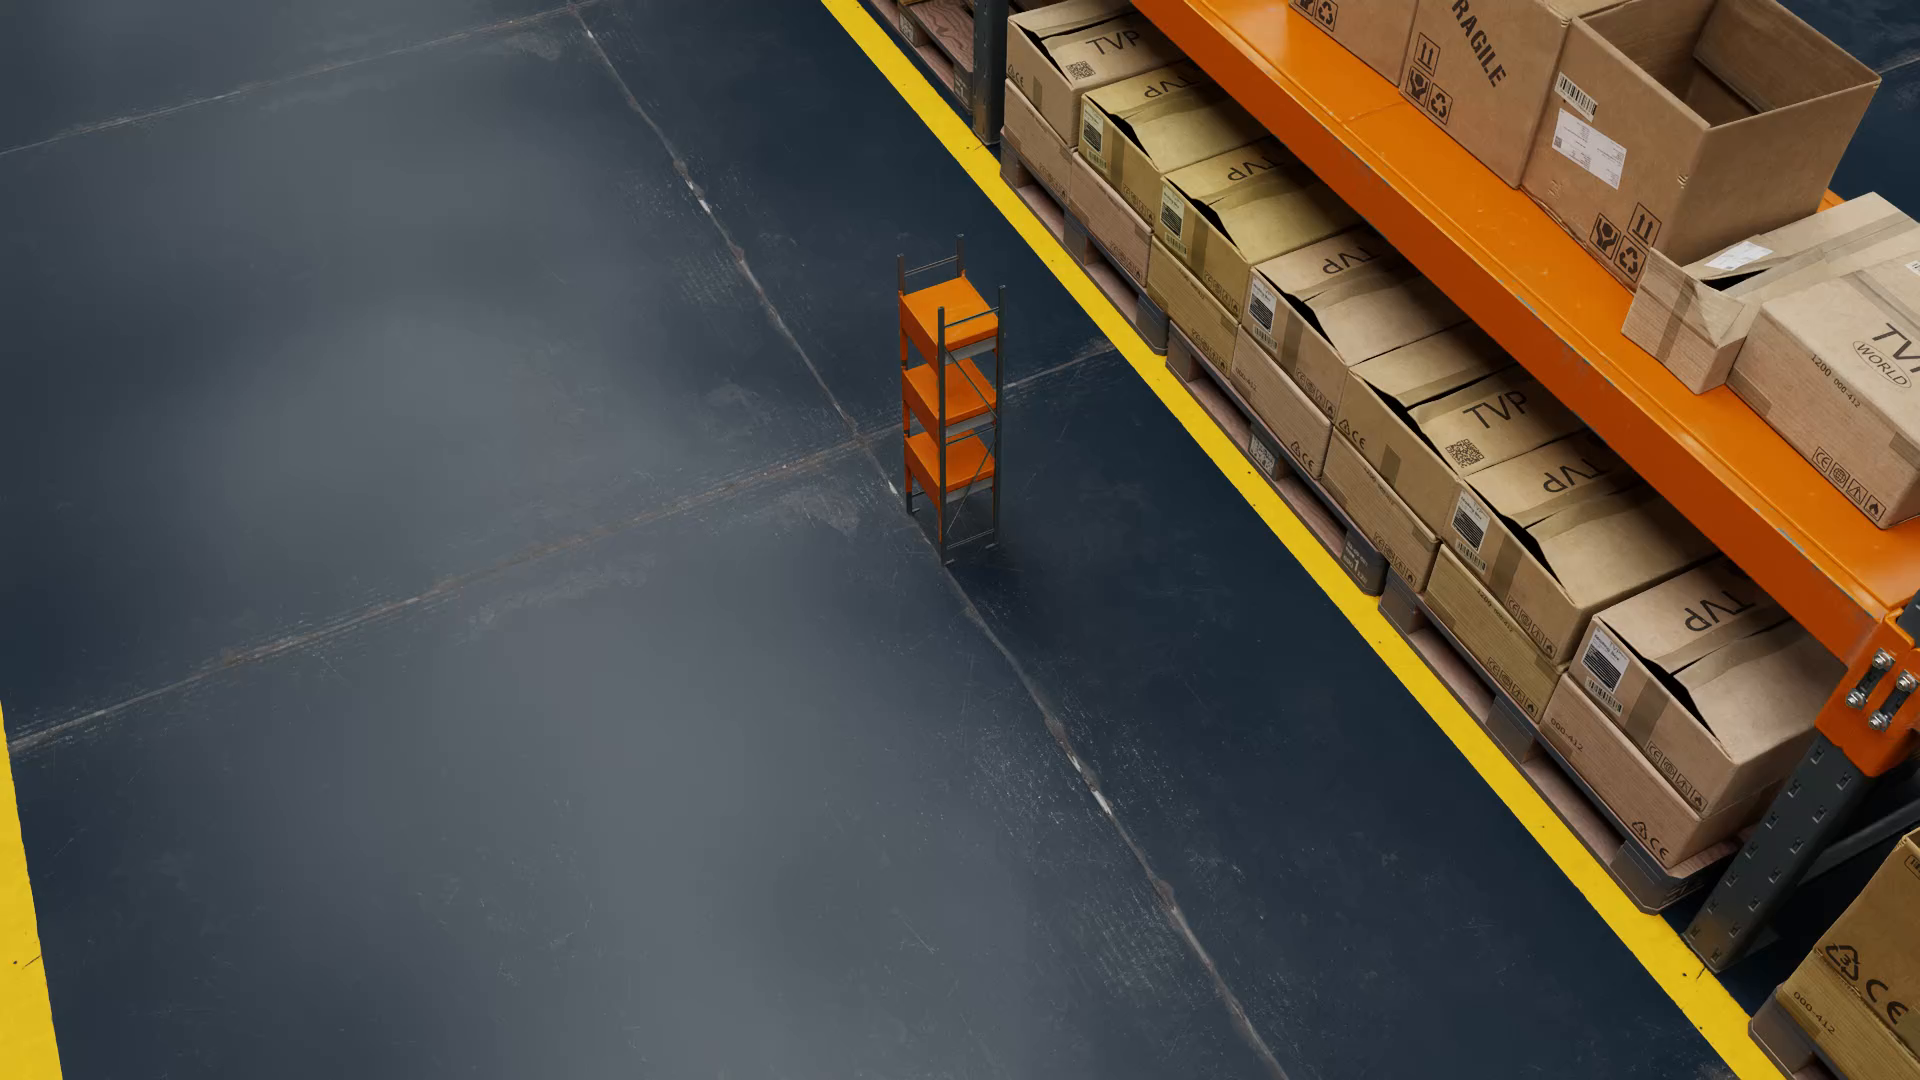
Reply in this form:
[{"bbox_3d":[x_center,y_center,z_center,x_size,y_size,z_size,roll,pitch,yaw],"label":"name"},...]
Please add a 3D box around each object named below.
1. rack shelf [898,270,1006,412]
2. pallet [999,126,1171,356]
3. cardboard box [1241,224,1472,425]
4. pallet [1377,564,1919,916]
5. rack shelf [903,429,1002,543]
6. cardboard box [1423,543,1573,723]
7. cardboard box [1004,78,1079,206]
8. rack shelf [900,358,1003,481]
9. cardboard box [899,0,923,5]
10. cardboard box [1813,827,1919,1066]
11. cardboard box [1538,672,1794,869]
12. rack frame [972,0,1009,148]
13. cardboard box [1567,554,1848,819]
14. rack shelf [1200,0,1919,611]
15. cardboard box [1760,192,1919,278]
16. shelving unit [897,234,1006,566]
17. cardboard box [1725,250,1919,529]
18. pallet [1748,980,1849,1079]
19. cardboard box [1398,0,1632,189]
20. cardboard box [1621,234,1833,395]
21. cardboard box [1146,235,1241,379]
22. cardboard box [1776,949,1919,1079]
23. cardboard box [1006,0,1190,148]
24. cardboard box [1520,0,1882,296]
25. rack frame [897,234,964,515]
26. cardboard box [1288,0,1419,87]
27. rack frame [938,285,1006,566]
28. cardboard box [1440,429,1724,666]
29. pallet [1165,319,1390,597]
[{"bbox_3d":[-0.024,-0.561,4.681,0.215,0.259,0.240,-21,52,-18],"label":"rack shelf"},{"bbox_3d":[0.864,-1.276,6.226,1.003,0.211,1.213,-21,52,-18],"label":"pallet"},{"bbox_3d":[1.215,-0.690,5.036,0.500,0.311,0.500,-22,52,-18],"label":"cardboard box"},{"bbox_3d":[1.980,0.357,4.797,1.003,0.211,1.213,-21,52,-18],"label":"pallet"},{"bbox_3d":[-0.024,-0.191,5.103,0.215,0.259,0.240,-21,52,-18],"label":"rack shelf"},{"bbox_3d":[1.675,0.169,4.657,0.500,0.250,0.500,-22,52,-18],"label":"cardboard box"},{"bbox_3d":[0.500,-1.540,6.152,0.500,0.250,0.500,-21,52,-18],"label":"cardboard box"},{"bbox_3d":[-0.024,-0.374,4.894,0.215,0.259,0.240,-21,52,-18],"label":"rack shelf"},{"bbox_3d":[-0.115,-2.625,6.922,0.500,0.500,0.500,-19,52,-16],"label":"cardboard box"},{"bbox_3d":[2.286,0.857,3.557,0.500,0.500,0.500,-21,52,-18],"label":"cardboard box"},{"bbox_3d":[1.905,0.508,4.361,0.500,0.250,0.500,-22,52,-18],"label":"cardboard box"},{"bbox_3d":[0.522,-2.758,5.670,1.000,3.000,0.127,-21,52,-18],"label":"rack frame"},{"bbox_3d":[1.912,0.329,4.145,0.500,0.311,0.500,-21,52,-18],"label":"cardboard box"},{"bbox_3d":[1.437,-1.247,4.696,0.919,0.124,3.809,-21,52,-18],"label":"rack shelf"},{"bbox_3d":[2.128,-0.662,4.003,0.380,0.149,0.250,-21,52,-18],"label":"cardboard box"},{"bbox_3d":[-0.024,-0.381,4.886,0.215,1.050,0.252,-21,52,-18],"label":"shelving unit"},{"bbox_3d":[2.088,-0.346,3.660,0.500,0.250,0.500,-18,51,-15],"label":"cardboard box"},{"bbox_3d":[2.679,1.383,3.900,1.003,0.211,1.213,-21,52,-18],"label":"pallet"},{"bbox_3d":[1.545,-1.322,4.347,0.500,0.500,0.500,-21,52,-17],"label":"cardboard box"},{"bbox_3d":[1.787,-0.562,3.838,0.396,0.266,0.258,-22,52,-18],"label":"cardboard box"},{"bbox_3d":[0.974,-0.858,5.555,0.500,0.250,0.500,-22,53,-18],"label":"cardboard box"},{"bbox_3d":[2.295,1.101,3.842,0.500,0.250,0.500,-21,52,-18],"label":"cardboard box"},{"bbox_3d":[0.500,-1.724,5.940,0.500,0.311,0.500,-20,52,-16],"label":"cardboard box"},{"bbox_3d":[1.774,-0.986,4.053,0.500,0.500,0.500,-18,51,-15],"label":"cardboard box"},{"bbox_3d":[-0.080,-0.463,4.958,0.200,1.050,0.008,-21,52,-18],"label":"rack frame"},{"bbox_3d":[1.304,-1.674,4.655,0.500,0.500,0.500,-24,53,-19],"label":"cardboard box"},{"bbox_3d":[0.031,-0.300,4.815,0.200,1.050,0.008,-21,52,-18],"label":"rack frame"},{"bbox_3d":[1.668,-0.017,4.447,0.500,0.311,0.500,-20,52,-17],"label":"cardboard box"},{"bbox_3d":[1.418,-0.460,5.512,1.003,0.211,1.213,-21,52,-18],"label":"pallet"}]
